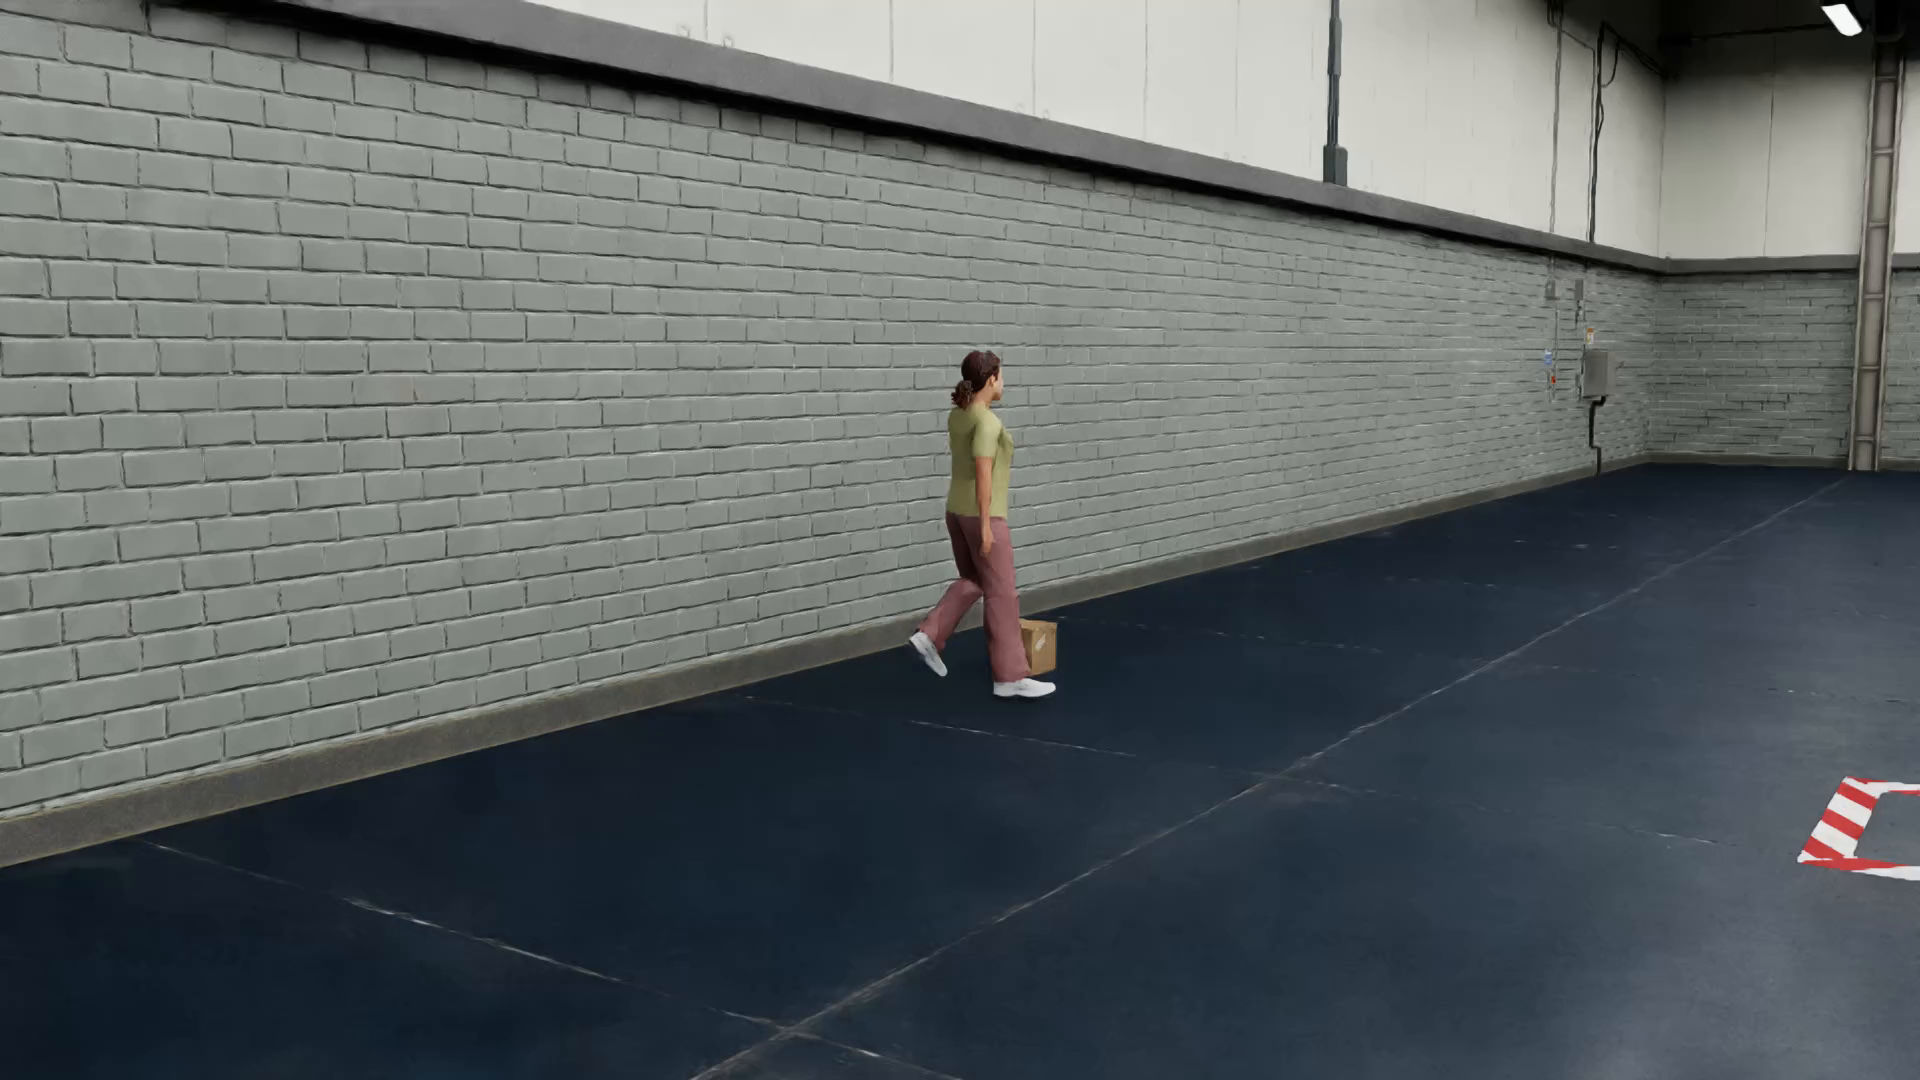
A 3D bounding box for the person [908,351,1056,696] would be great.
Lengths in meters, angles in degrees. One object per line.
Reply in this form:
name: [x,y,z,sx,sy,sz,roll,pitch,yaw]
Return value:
person: [0.074,-0.084,8.089,0.597,1.665,0.601,-3,7,-28]
